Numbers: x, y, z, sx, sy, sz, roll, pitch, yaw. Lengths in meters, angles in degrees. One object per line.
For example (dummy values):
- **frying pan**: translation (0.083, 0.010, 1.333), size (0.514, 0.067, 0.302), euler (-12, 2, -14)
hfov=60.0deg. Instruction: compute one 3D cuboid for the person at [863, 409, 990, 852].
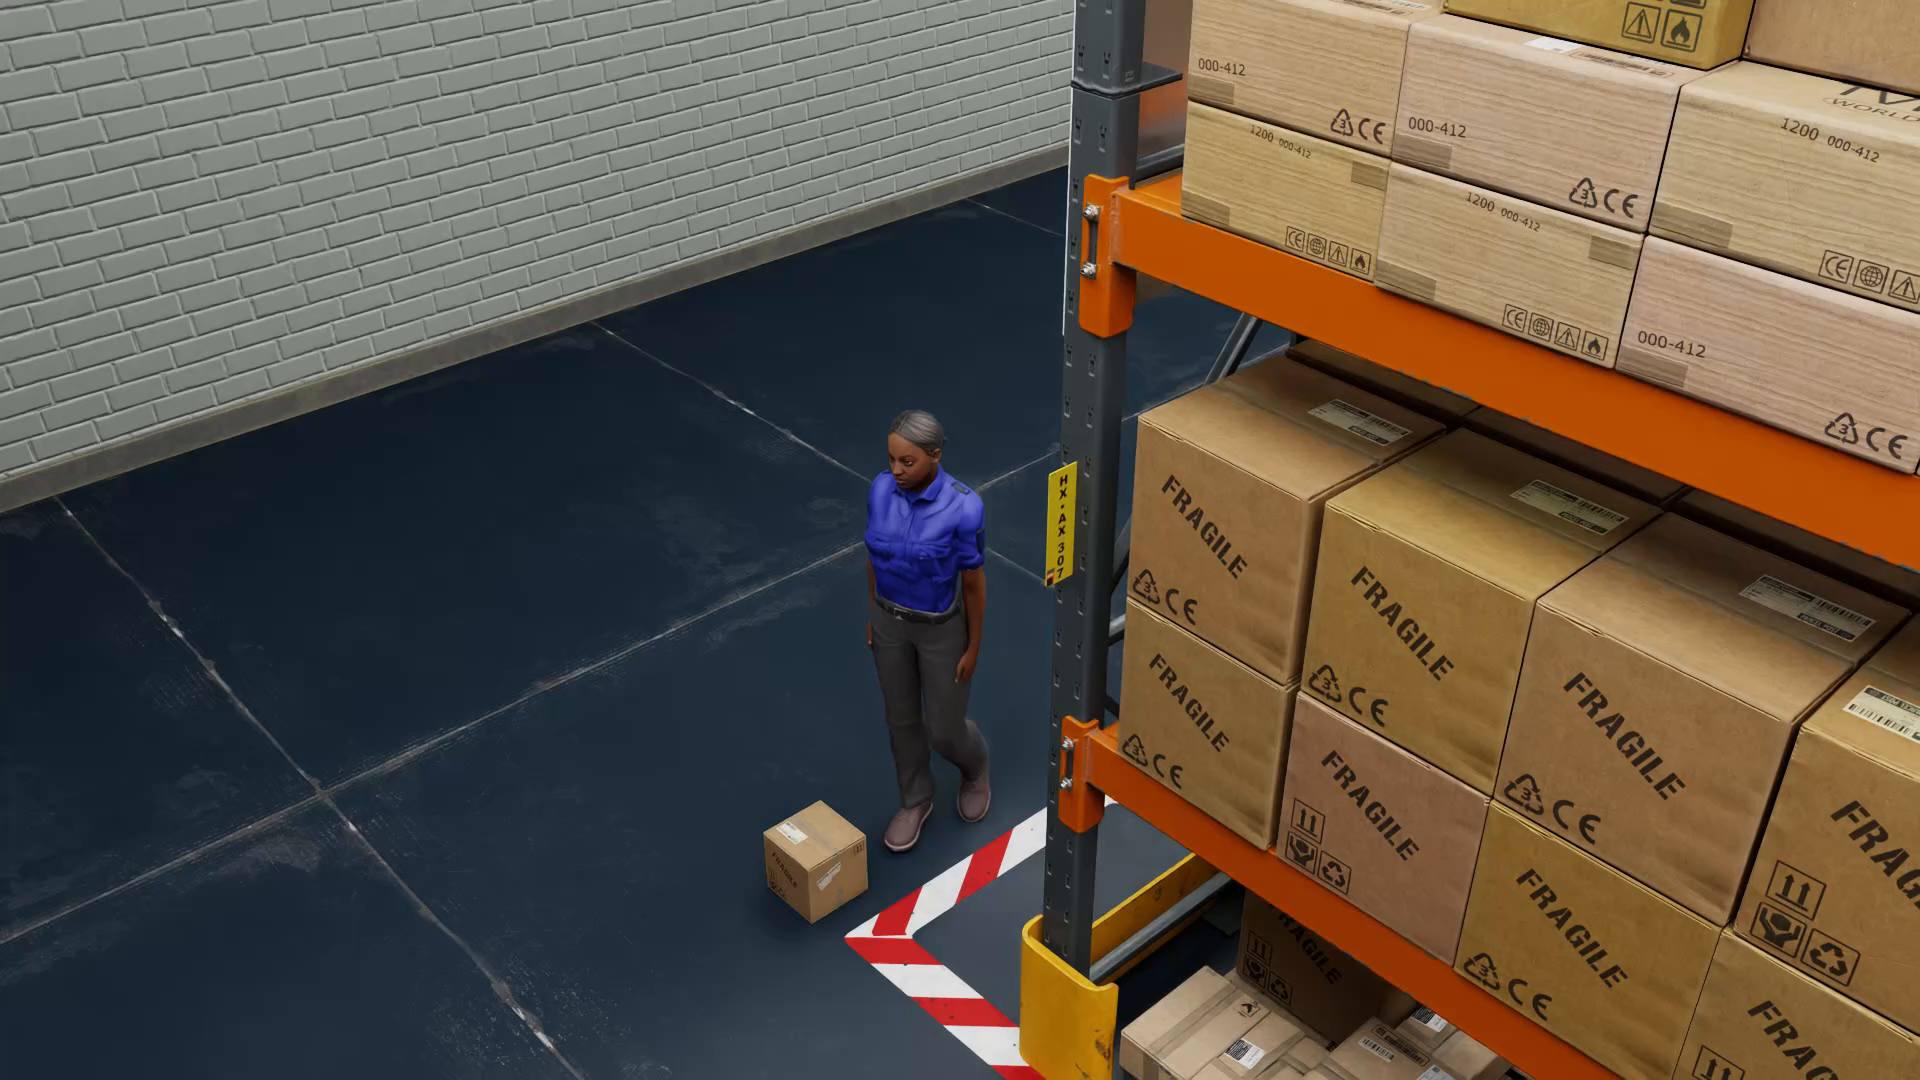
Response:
- **person**: translation (-0.119, 0.301, 5.648), size (0.463, 1.673, 0.505), euler (15, 35, 22)
